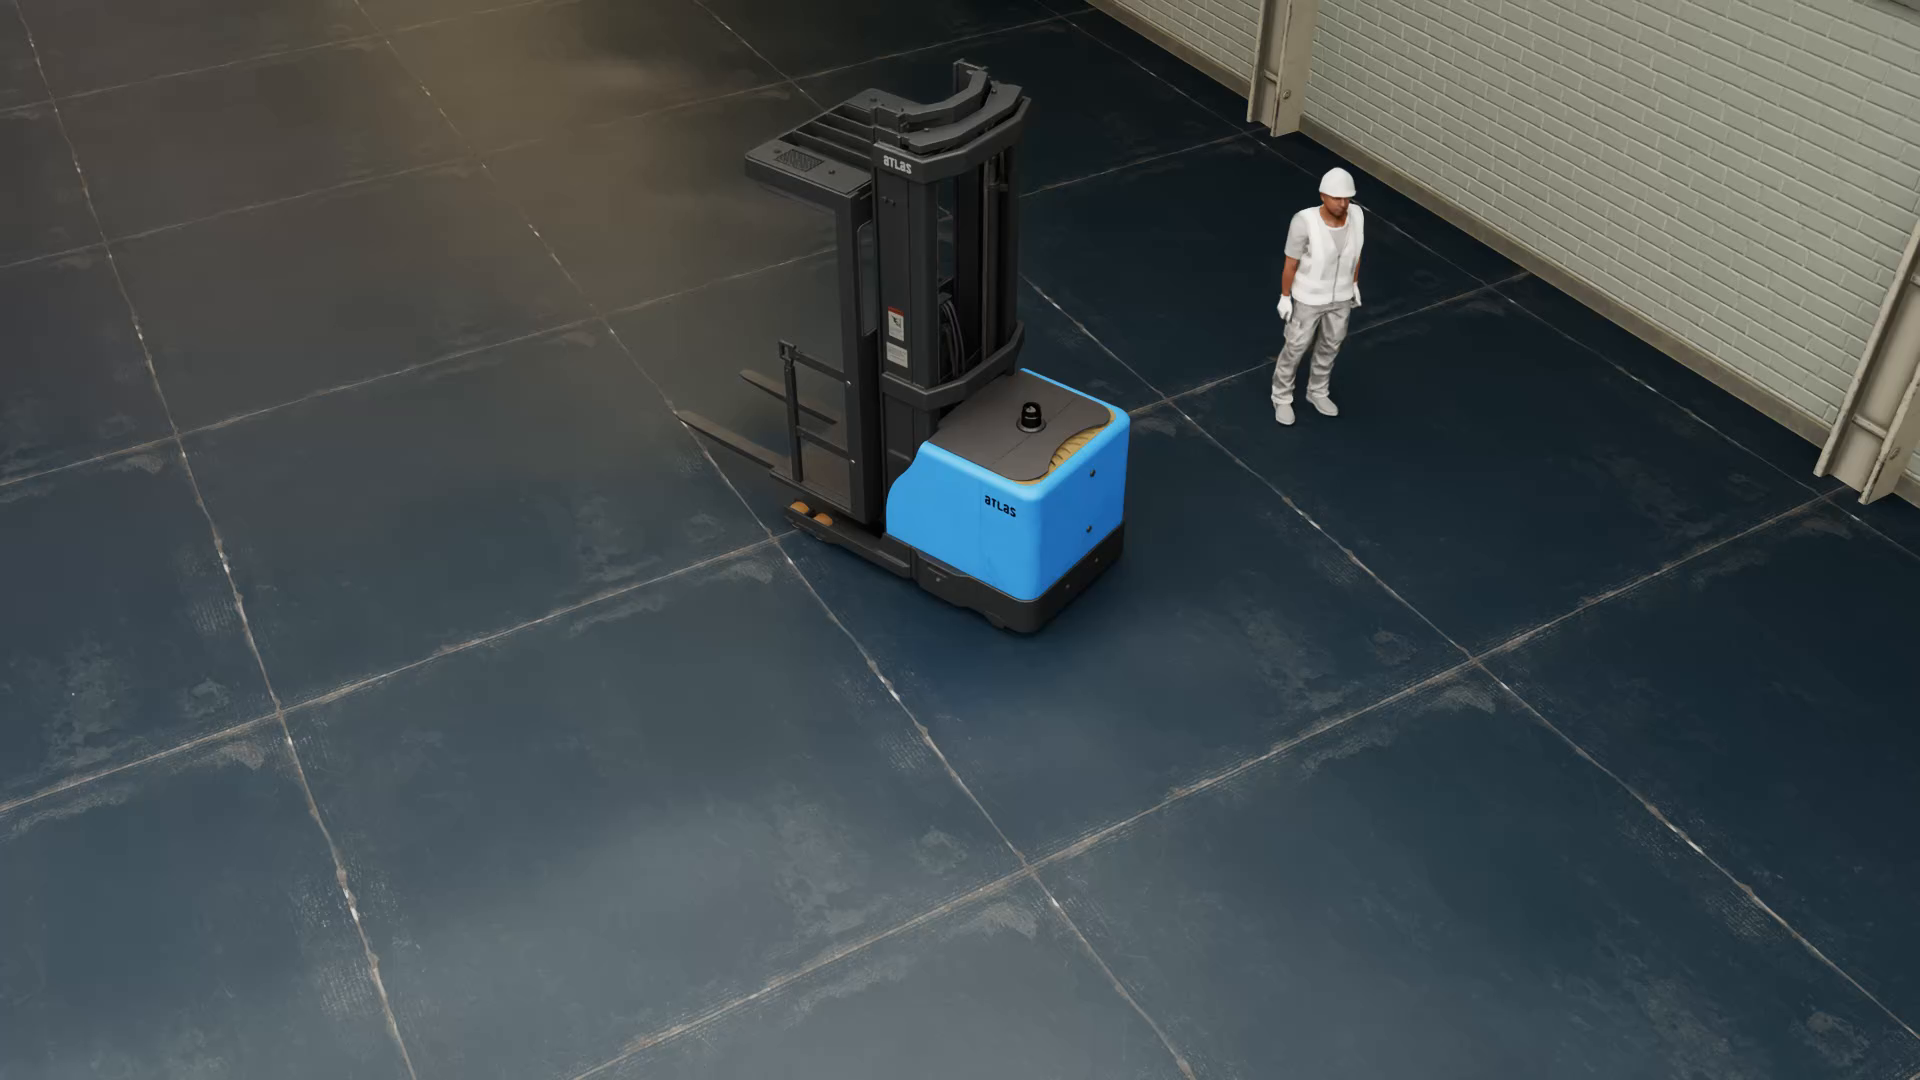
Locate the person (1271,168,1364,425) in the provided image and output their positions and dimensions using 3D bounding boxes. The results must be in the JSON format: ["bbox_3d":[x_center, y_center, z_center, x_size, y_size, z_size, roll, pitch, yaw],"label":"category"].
[{"bbox_3d":[2.363,-1.593,10.856,0.582,1.789,0.361,-12,41,-14],"label":"person"}]

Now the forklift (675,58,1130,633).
[{"bbox_3d":[-0.481,-1.366,9.683,3.031,2.935,1.130,26,46,28],"label":"forklift"}]
